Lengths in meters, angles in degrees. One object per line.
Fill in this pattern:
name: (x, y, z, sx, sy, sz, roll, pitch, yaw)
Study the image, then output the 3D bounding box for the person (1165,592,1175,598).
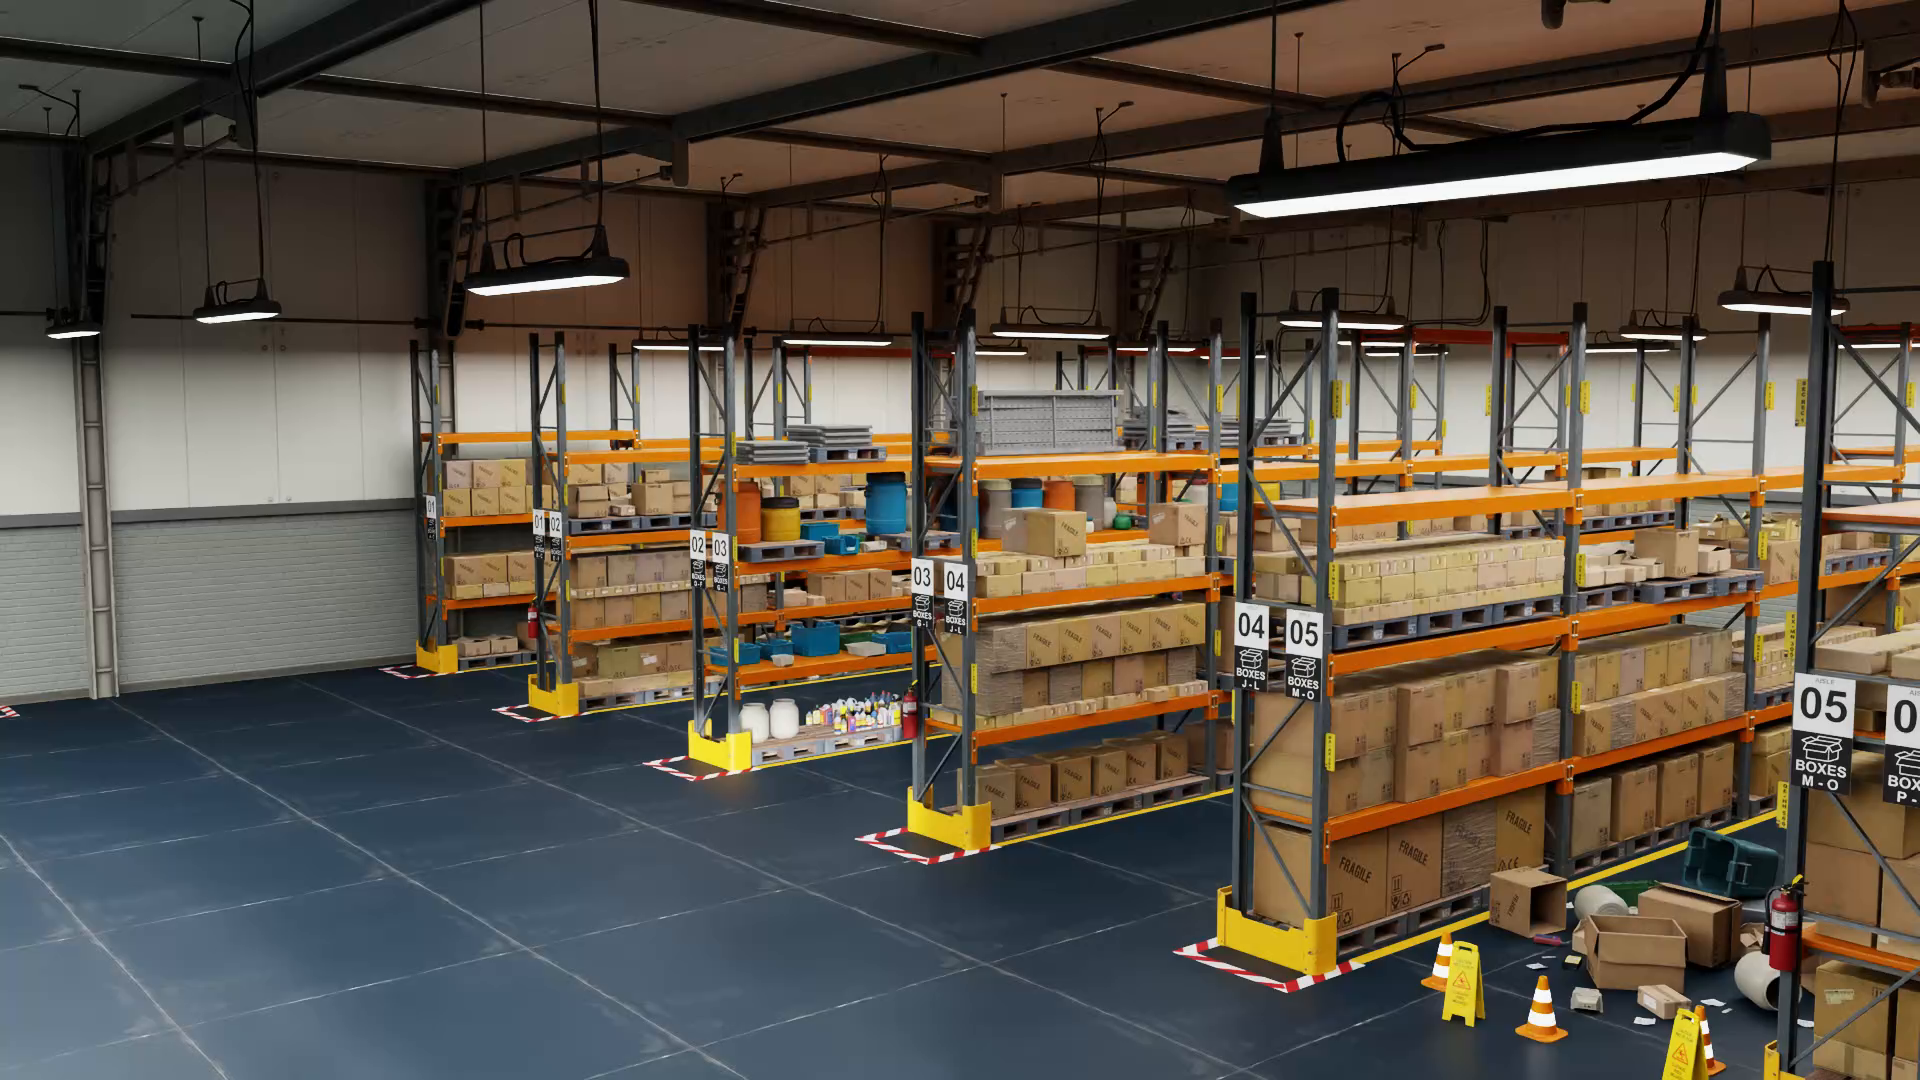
person: (4.062, 1.304, 32.900, 0.508, 1.651, 0.404, -2, 6, -21)
